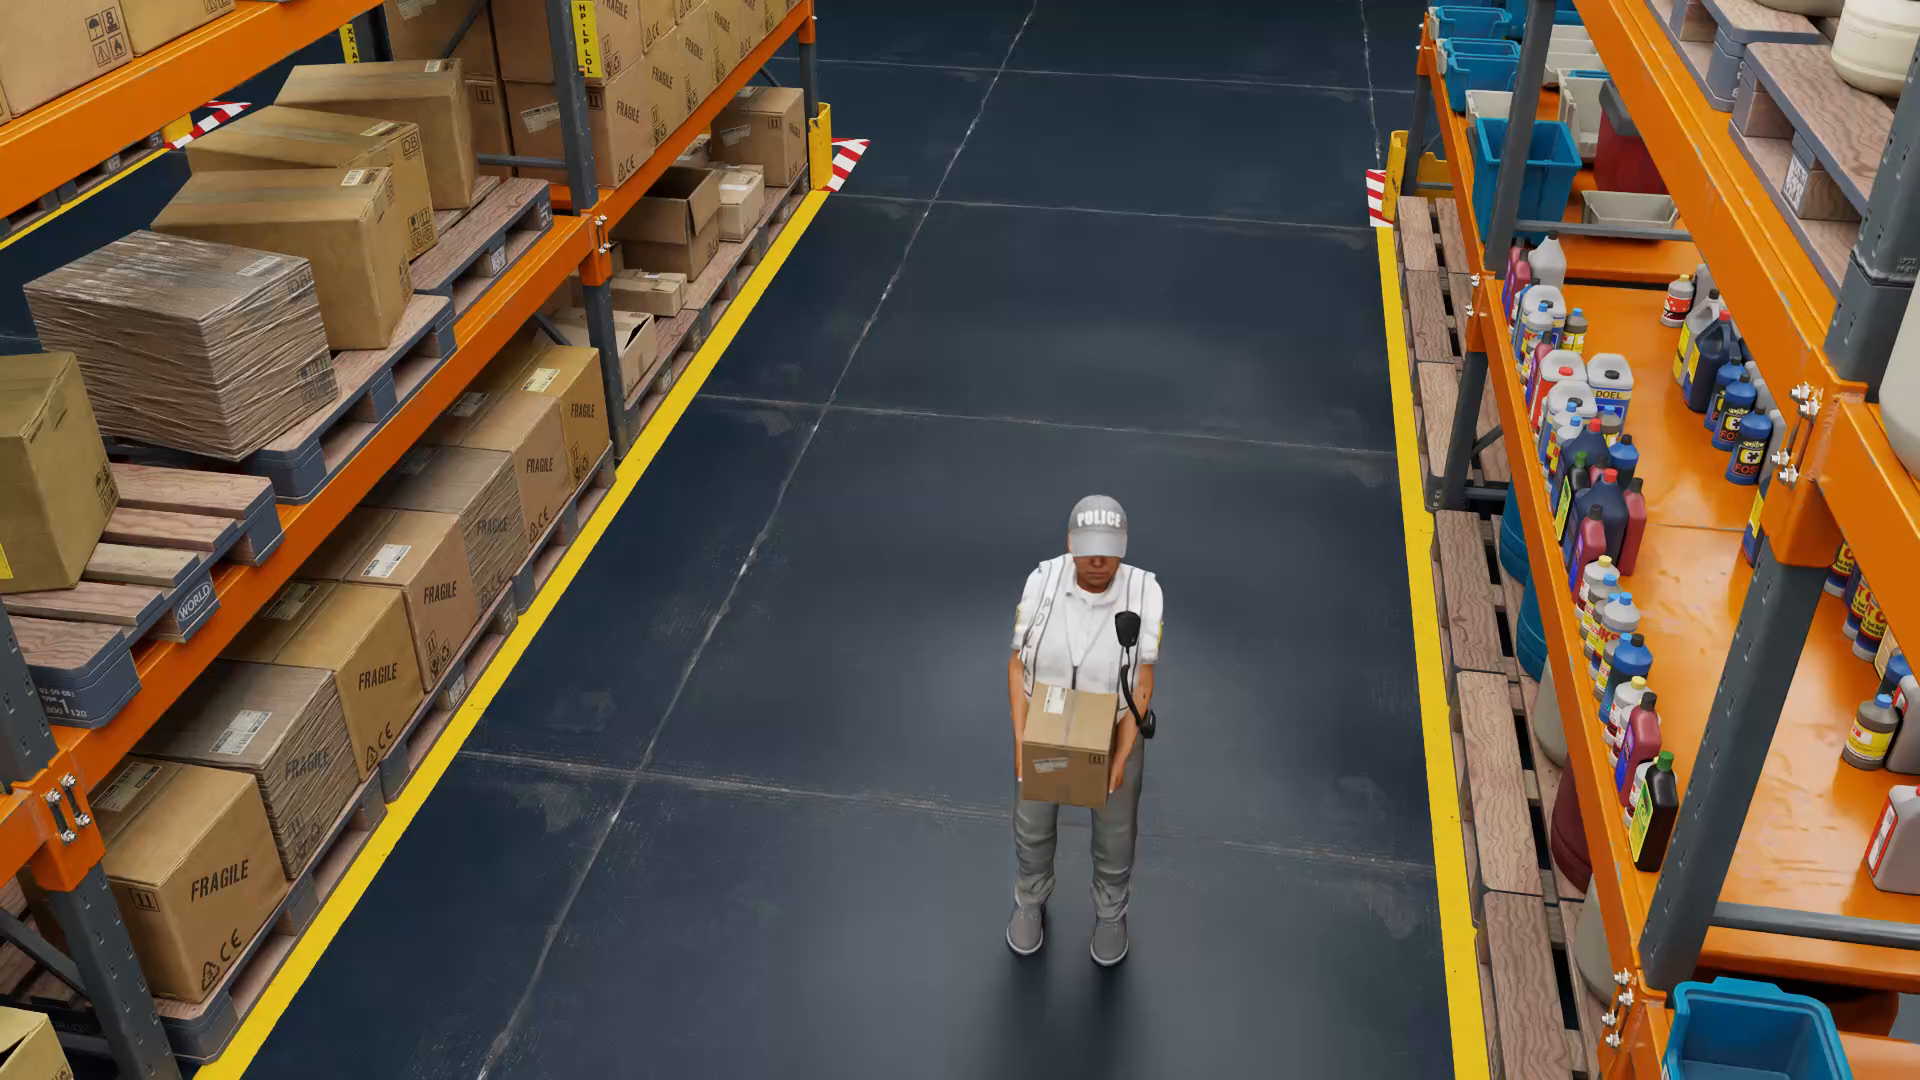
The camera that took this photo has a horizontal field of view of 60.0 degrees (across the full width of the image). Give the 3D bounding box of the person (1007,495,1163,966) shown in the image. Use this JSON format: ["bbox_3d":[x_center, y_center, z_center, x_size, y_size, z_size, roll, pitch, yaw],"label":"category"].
[{"bbox_3d":[0.366,0.643,5.140,0.455,1.656,0.541,6,33,9],"label":"person"}]
